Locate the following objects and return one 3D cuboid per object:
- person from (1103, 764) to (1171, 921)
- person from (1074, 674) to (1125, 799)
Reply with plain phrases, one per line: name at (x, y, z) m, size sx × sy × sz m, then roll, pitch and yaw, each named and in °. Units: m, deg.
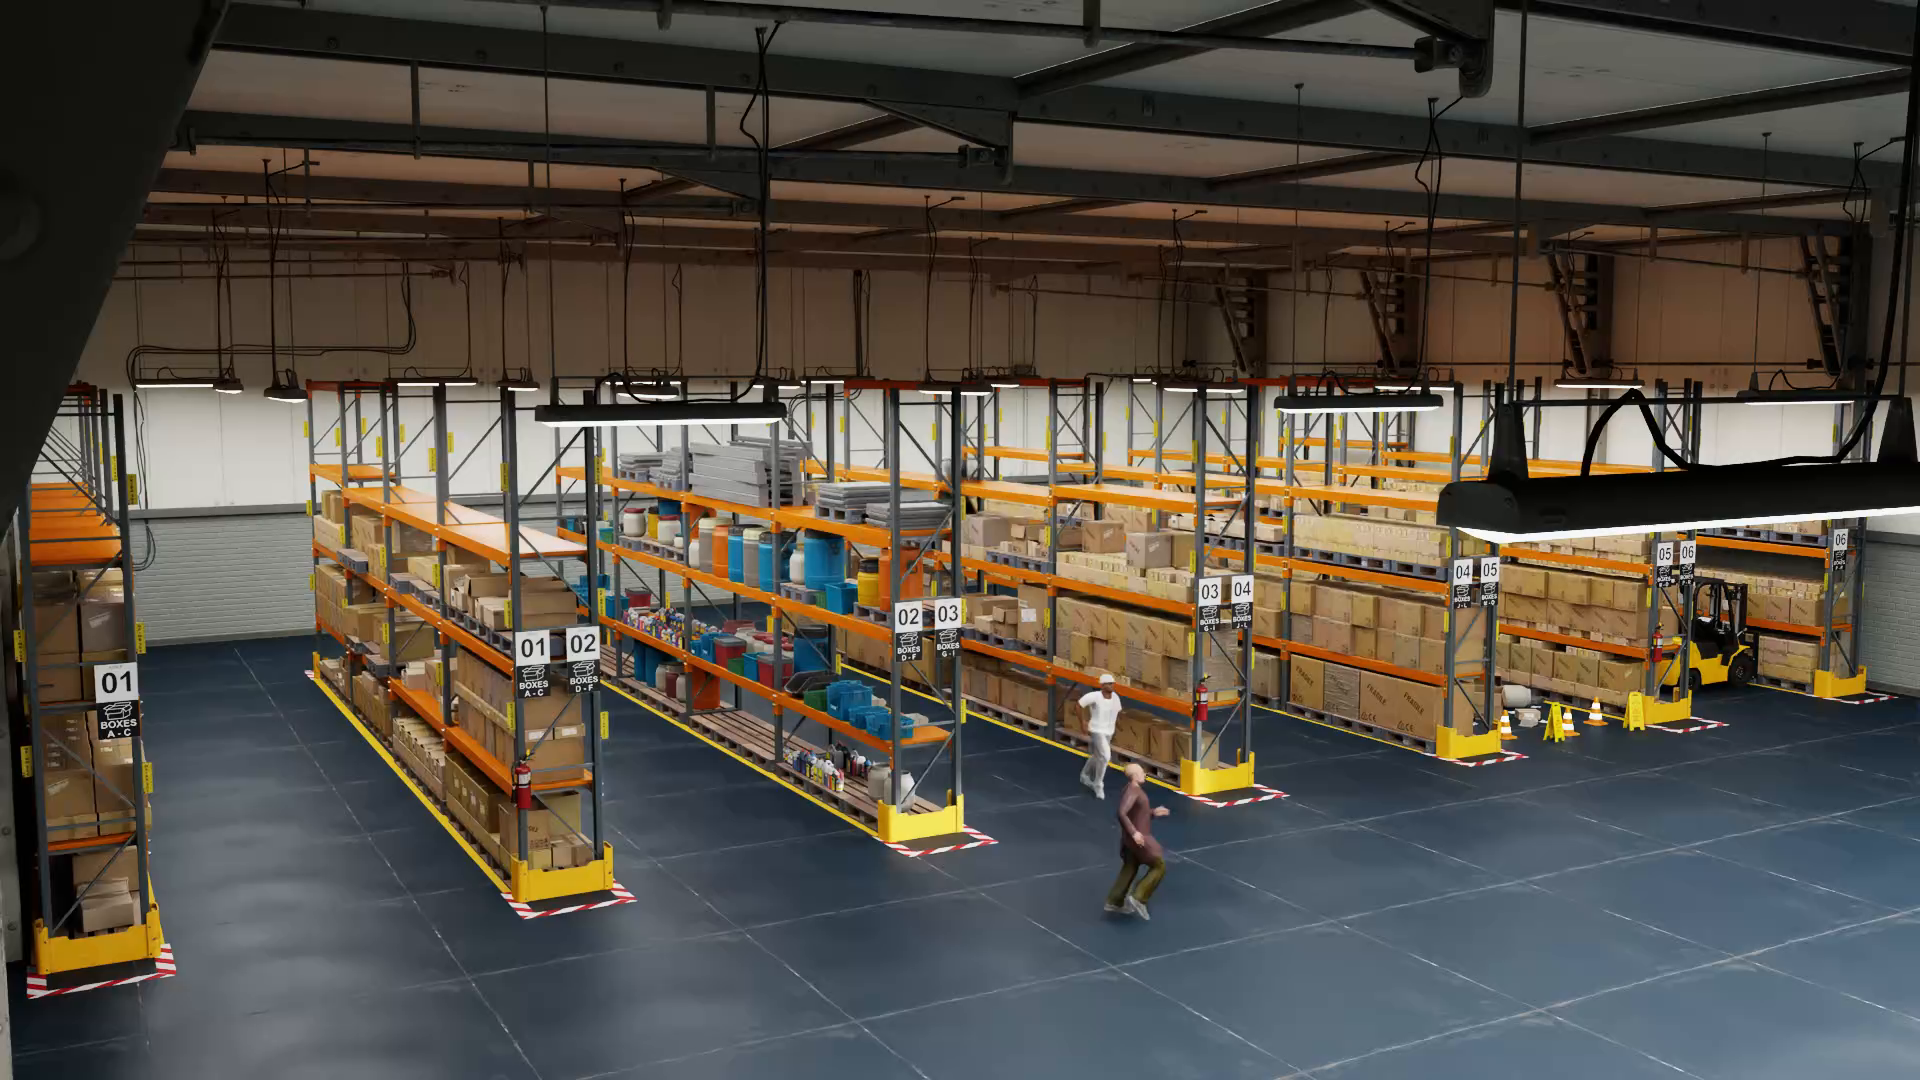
person at (2.029, 3.439, 18.973) m, size 0.773 × 1.800 × 0.673 m, roll -1°, pitch 6°, yaw -9°
person at (2.091, 2.864, 24.578) m, size 0.696 × 1.803 × 0.765 m, roll -5°, pitch 8°, yaw -41°
